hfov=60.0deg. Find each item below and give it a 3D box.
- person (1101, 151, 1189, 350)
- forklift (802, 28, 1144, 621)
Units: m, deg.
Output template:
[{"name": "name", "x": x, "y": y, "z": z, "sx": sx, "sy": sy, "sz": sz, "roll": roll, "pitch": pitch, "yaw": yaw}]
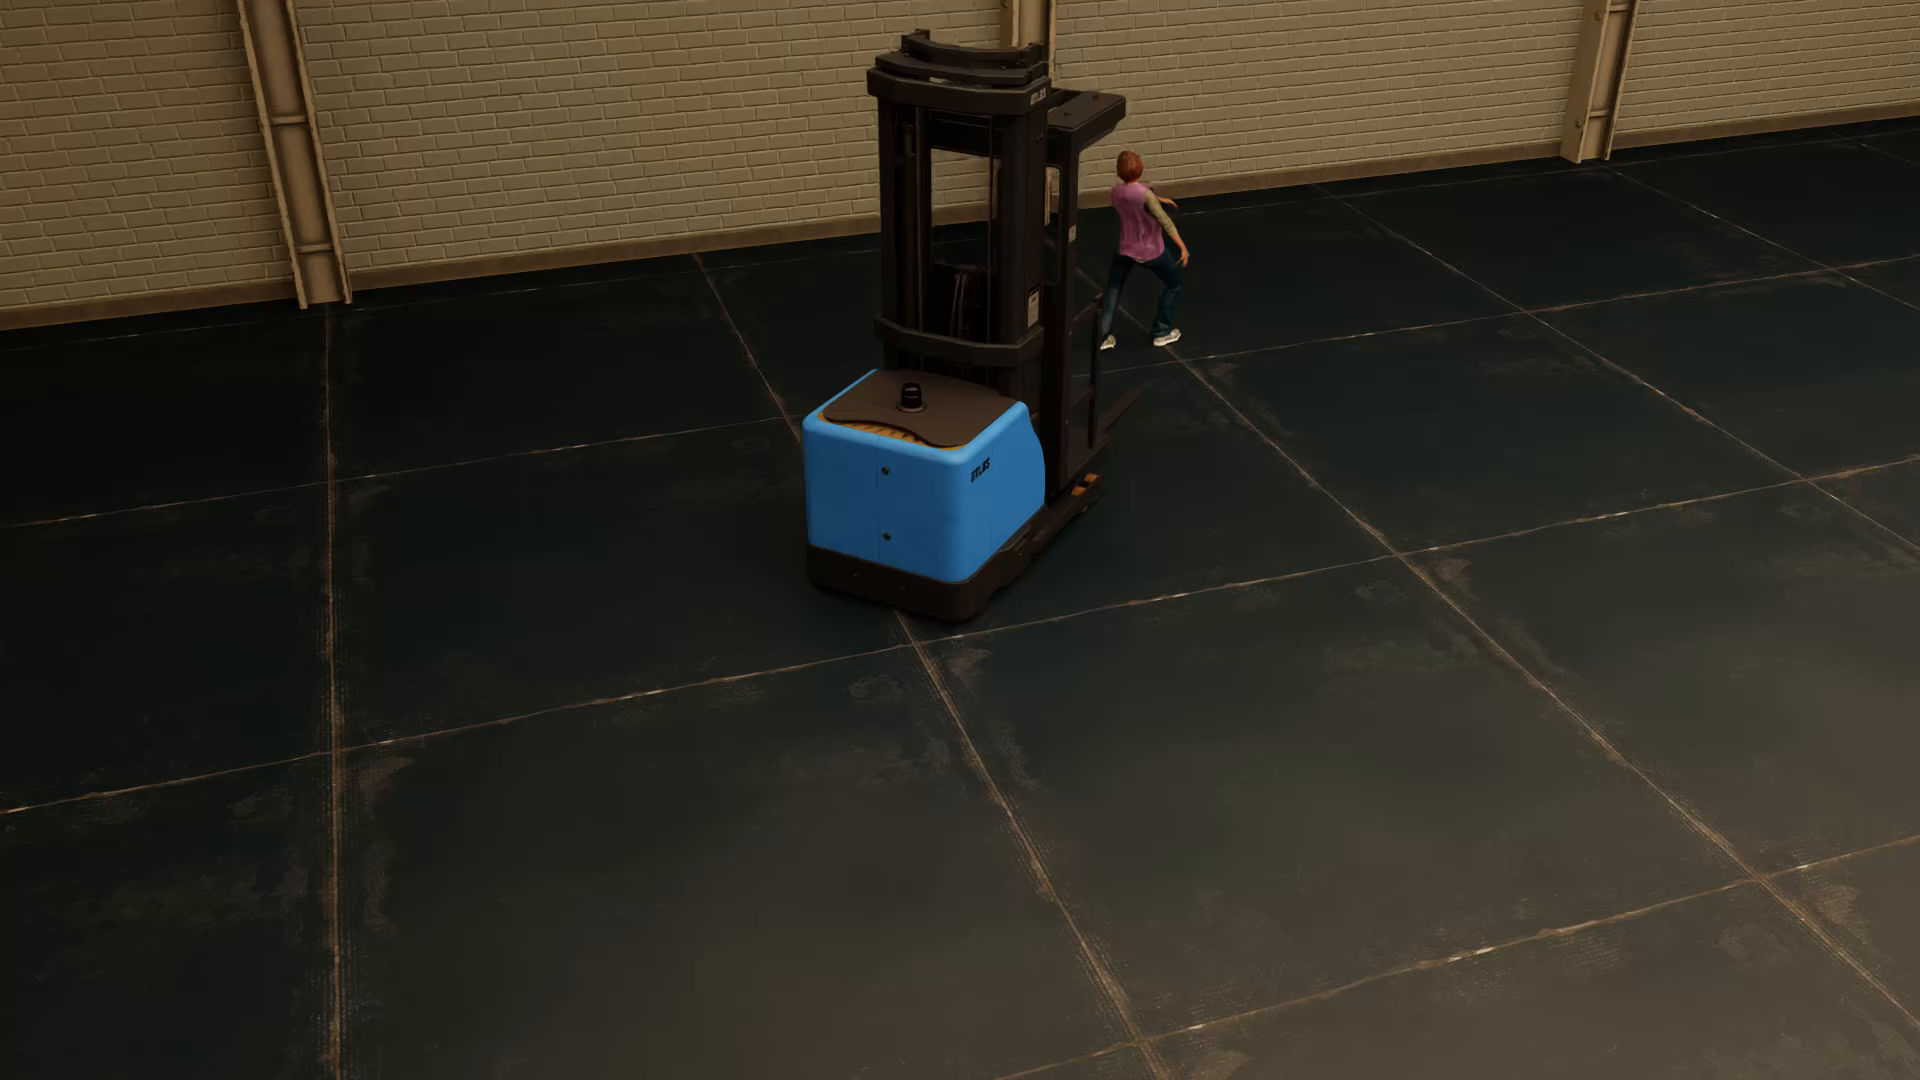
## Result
[{"name": "person", "x": 1.407, "y": -2.140, "z": 12.252, "sx": 0.623, "sy": 1.495, "sz": 0.792, "roll": 16, "pitch": 34, "yaw": 26}, {"name": "forklift", "x": 0.257, "y": -1.533, "z": 9.752, "sx": 1.130, "sy": 2.935, "sz": 3.031, "roll": 15, "pitch": 33, "yaw": 24}]
